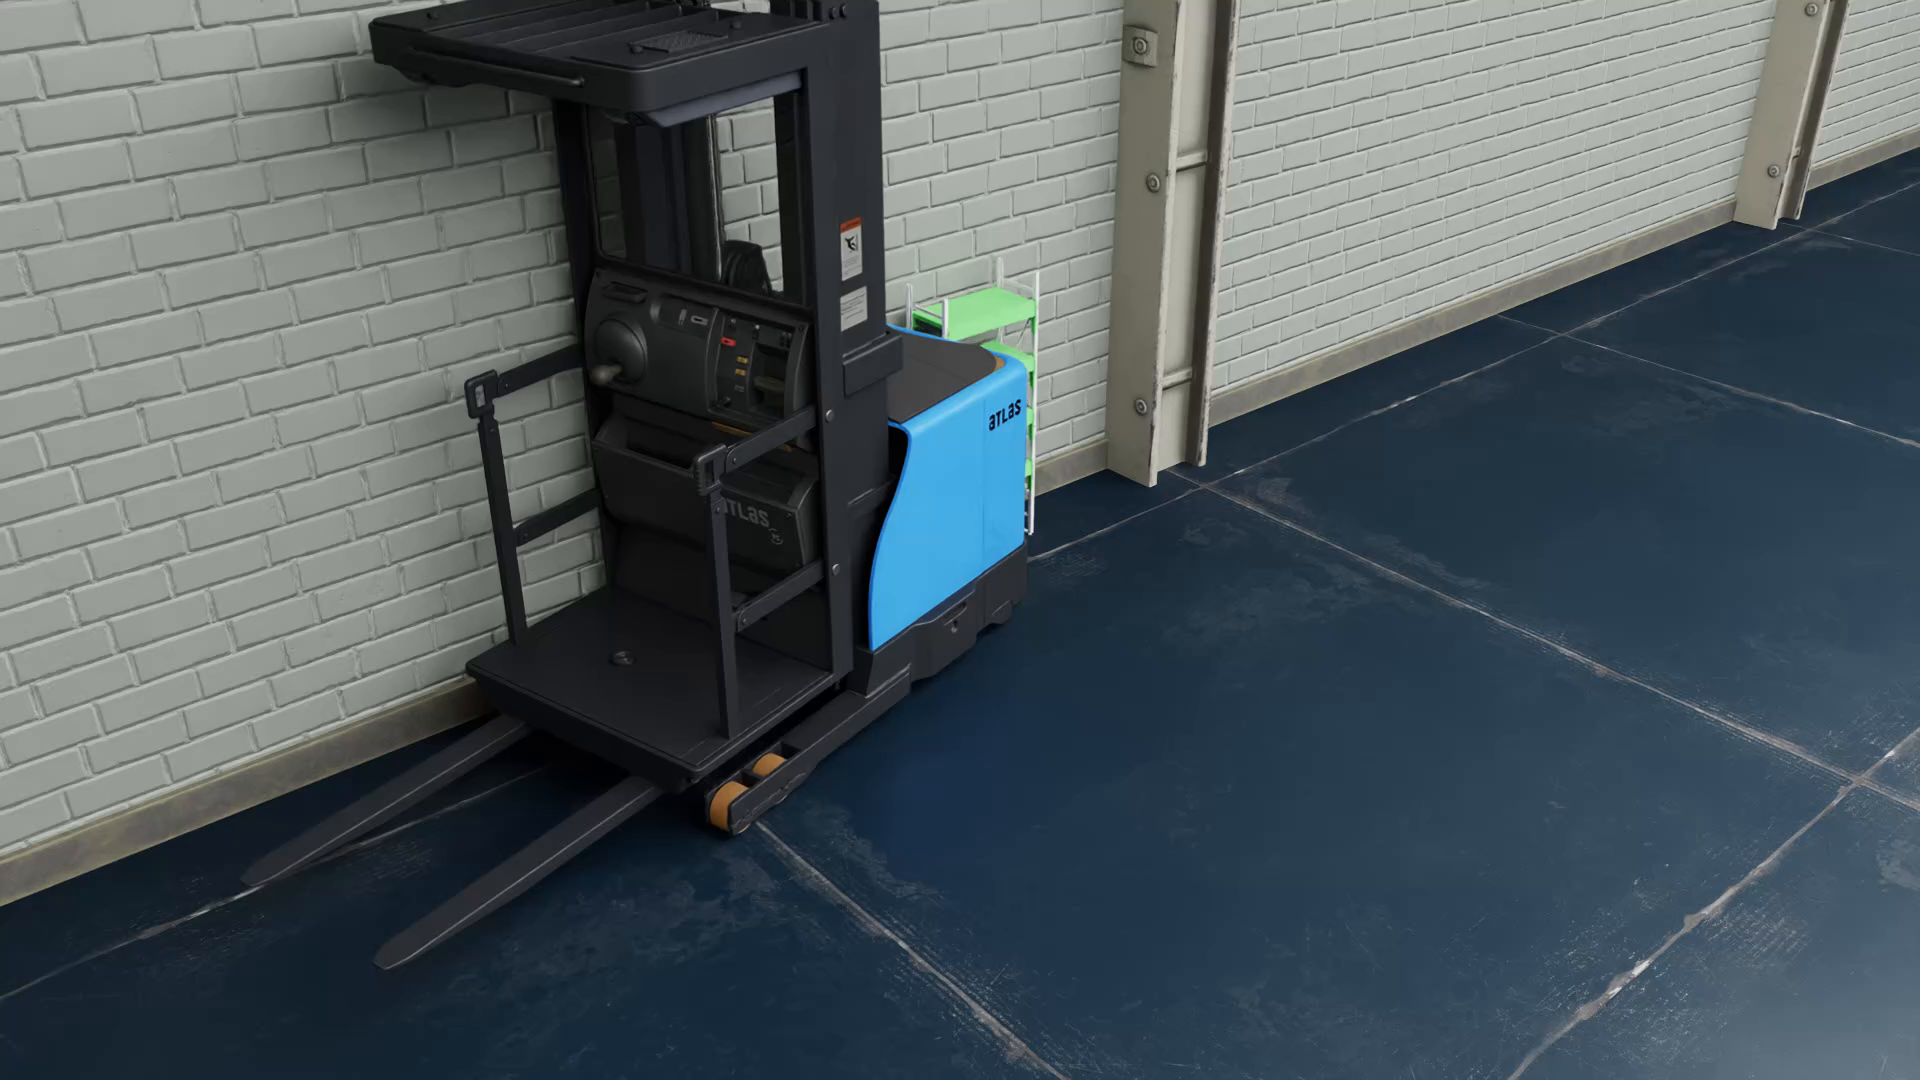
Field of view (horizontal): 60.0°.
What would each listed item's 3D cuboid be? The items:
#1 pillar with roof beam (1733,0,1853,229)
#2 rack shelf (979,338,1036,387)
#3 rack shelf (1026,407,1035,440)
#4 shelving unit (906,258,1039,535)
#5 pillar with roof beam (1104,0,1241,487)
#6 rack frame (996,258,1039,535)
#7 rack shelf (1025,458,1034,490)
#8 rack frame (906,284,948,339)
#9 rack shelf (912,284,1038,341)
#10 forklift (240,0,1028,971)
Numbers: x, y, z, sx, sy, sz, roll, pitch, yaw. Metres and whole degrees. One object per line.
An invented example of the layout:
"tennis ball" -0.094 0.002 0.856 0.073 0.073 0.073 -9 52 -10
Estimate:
"pillar with roof beam" 8.285 -4.620 6.348 0.400 9.000 9.100 -22 35 -35
"rack shelf" 0.053 -0.676 6.868 0.480 0.148 0.258 -22 35 -35
"rack shelf" 0.053 -0.464 6.981 0.480 0.148 0.258 -22 35 -35
"shelving unit" 0.053 -0.521 6.951 0.503 1.200 0.258 -22 35 -35
"pillar with roof beam" 3.721 -2.785 2.913 0.400 9.000 9.100 -22 35 -35
"rack frame" 0.237 -0.596 7.092 0.015 1.200 0.240 -22 35 -35
"rack shelf" 0.053 -0.253 7.094 0.480 0.148 0.258 -22 35 -35
"rack frame" -0.131 -0.445 6.810 0.015 1.200 0.240 -22 35 -35
"rack shelf" 0.053 -0.888 6.755 0.480 0.148 0.258 -22 35 -35
"forklift" -0.986 -0.589 5.242 1.130 2.935 3.031 18 33 30
